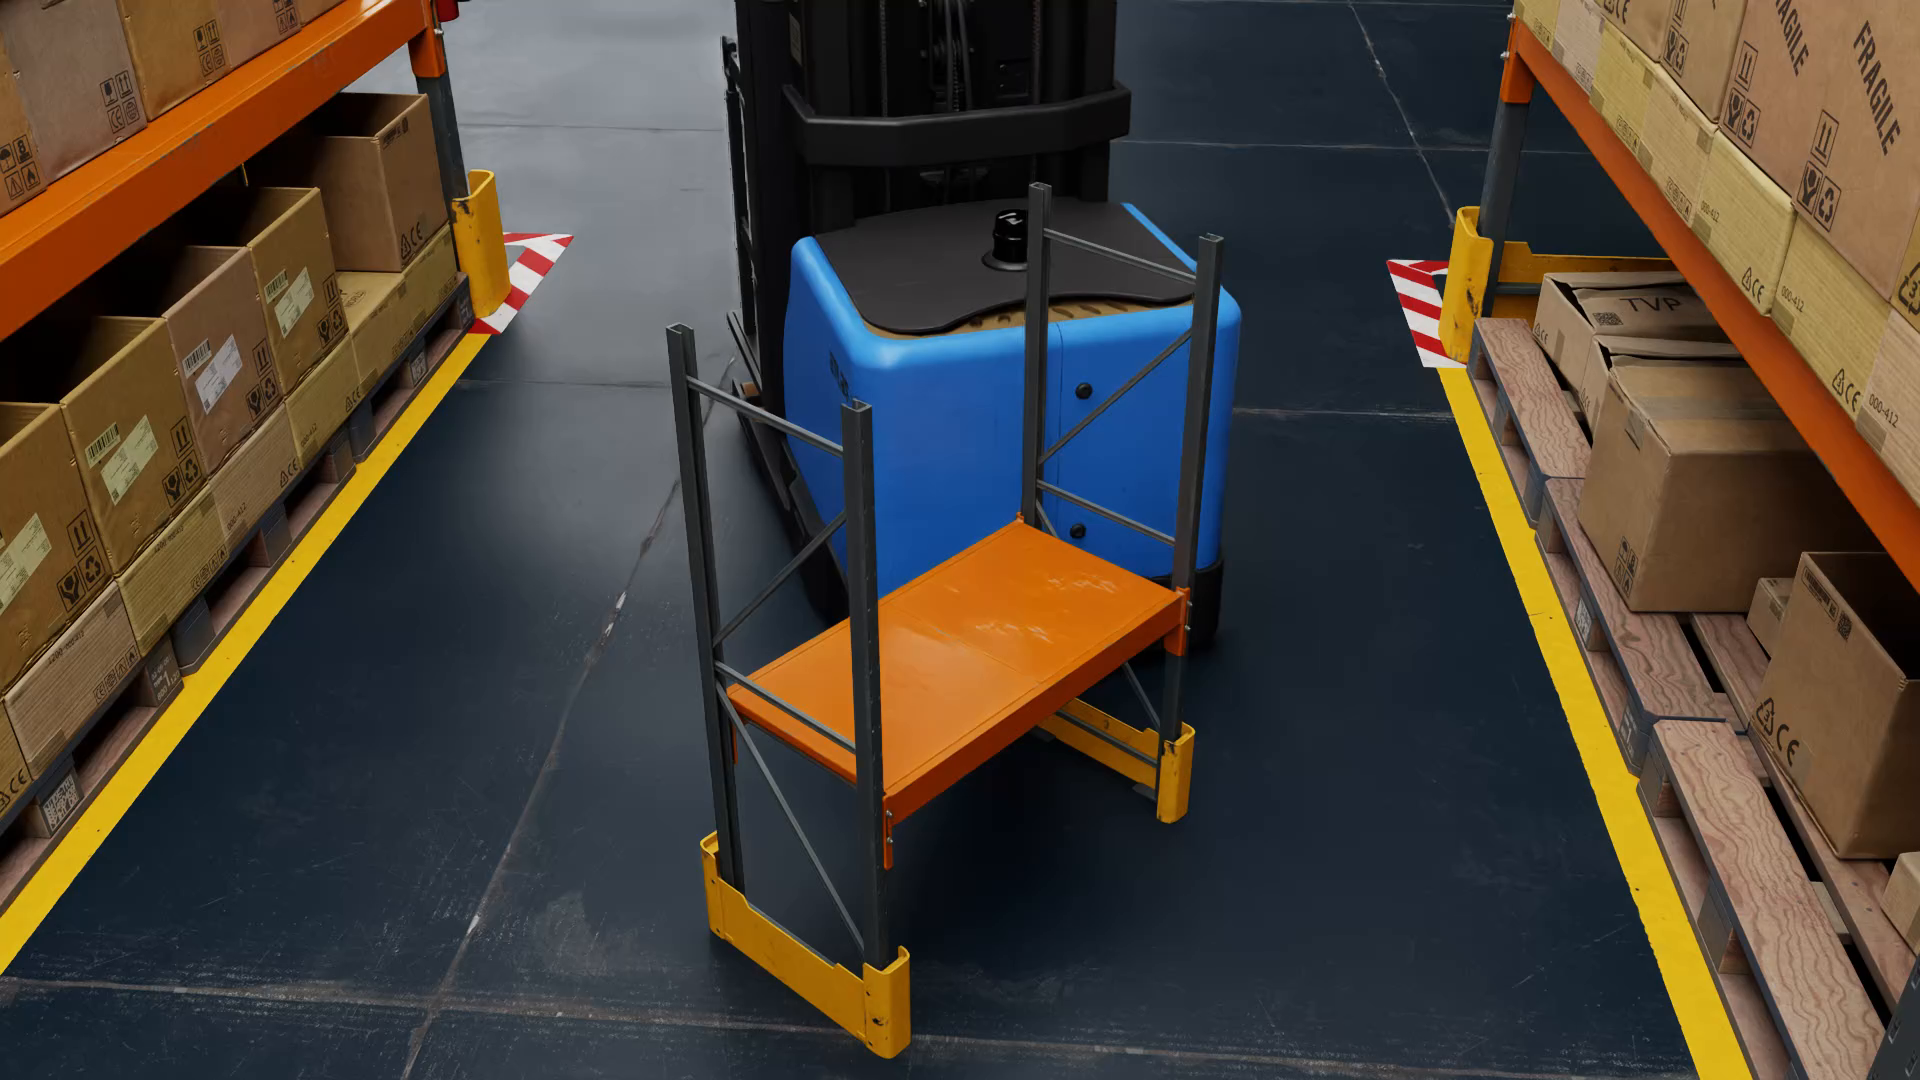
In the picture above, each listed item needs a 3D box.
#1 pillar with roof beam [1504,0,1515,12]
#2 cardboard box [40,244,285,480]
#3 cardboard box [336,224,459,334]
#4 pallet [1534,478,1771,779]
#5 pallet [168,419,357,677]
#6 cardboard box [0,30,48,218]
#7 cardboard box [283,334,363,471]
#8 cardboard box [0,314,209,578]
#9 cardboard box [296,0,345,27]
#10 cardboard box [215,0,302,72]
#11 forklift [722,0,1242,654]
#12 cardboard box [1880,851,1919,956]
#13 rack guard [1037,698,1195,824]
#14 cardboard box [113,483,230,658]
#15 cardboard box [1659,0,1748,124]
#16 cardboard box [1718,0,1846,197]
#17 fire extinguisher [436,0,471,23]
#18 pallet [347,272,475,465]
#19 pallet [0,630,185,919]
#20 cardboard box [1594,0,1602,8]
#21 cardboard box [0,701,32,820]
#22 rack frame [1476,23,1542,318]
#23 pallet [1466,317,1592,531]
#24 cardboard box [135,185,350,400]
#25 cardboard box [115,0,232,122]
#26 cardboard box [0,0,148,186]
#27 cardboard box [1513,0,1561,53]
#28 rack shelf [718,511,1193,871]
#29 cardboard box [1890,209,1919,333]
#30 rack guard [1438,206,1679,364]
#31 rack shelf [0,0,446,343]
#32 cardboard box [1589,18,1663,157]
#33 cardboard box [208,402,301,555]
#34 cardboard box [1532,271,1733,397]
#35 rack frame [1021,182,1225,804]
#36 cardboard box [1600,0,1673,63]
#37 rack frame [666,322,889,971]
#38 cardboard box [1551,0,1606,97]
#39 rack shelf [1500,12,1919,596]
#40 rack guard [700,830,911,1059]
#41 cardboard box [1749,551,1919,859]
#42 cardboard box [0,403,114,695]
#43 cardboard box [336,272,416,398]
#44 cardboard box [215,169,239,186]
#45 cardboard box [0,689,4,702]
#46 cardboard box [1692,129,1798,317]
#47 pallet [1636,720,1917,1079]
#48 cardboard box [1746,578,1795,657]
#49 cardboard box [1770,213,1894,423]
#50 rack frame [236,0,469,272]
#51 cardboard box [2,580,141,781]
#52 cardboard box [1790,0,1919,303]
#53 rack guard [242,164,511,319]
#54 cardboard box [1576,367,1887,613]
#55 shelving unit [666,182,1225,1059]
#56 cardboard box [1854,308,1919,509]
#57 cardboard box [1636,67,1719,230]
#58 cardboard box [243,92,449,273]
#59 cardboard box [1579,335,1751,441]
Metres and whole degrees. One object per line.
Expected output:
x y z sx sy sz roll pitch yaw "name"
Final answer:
-0.524 -7.530 8.891 9.100 9.000 0.400 2 32 4 "pillar with roof beam"
-2.320 -0.517 4.735 0.500 0.500 0.500 2 32 4 "cardboard box"
-2.214 -0.982 6.205 0.500 0.250 0.500 2 32 4 "cardboard box"
2.264 0.229 4.677 1.003 0.211 1.213 2 32 4 "pallet"
-2.587 -0.042 5.117 1.003 0.211 1.213 2 32 4 "pallet"
-2.679 -0.989 3.900 0.700 0.500 0.500 3 32 5 "cardboard box"
-2.281 -0.459 5.356 0.500 0.250 0.500 2 32 4 "cardboard box"
-2.359 -0.255 4.311 0.500 0.500 0.500 2 32 4 "cardboard box"
-2.515 -2.066 5.648 0.700 0.500 0.500 2 32 4 "cardboard box"
-2.553 -1.791 5.202 0.700 0.500 0.500 3 32 5 "cardboard box"
-0.172 -1.595 5.045 1.130 2.935 3.031 -9 33 -14 "forklift"
2.161 0.772 3.420 0.380 0.166 0.250 -2 32 -2 "cardboard box"
0.332 0.480 4.233 0.587 0.250 0.087 26 40 35 "rack guard"
-2.358 0.064 4.507 0.500 0.250 0.500 2 32 4 "cardboard box"
2.006 -1.286 3.887 0.500 0.500 0.500 3 32 6 "cardboard box"
1.964 -1.014 3.446 0.500 0.500 0.500 2 32 3 "cardboard box"
-1.992 -2.276 6.158 0.296 0.674 0.183 2 32 4 "fire extinguisher"
-2.485 -0.678 6.150 1.003 0.211 1.213 2 32 4 "pallet"
-2.684 0.597 4.079 1.003 0.211 1.213 2 32 4 "pallet"
2.085 -1.827 4.764 0.500 0.500 0.500 3 32 4 "cardboard box"
-2.450 0.587 3.659 0.500 0.250 0.500 2 32 4 "cardboard box"
2.473 -2.058 5.730 1.000 3.000 0.127 2 32 4 "rack frame"
2.366 -0.407 5.710 1.003 0.211 1.213 2 32 4 "pallet"
-2.278 -0.778 5.159 0.500 0.500 0.500 2 32 4 "cardboard box"
-2.599 -1.532 4.781 0.700 0.500 0.500 3 32 4 "cardboard box"
-2.638 -1.257 4.335 0.700 0.500 0.500 3 32 5 "cardboard box"
2.117 -1.761 5.372 0.500 0.250 0.500 2 32 3 "cardboard box"
0.003 0.291 3.692 0.538 0.185 1.000 26 40 35 "rack shelf"
1.878 -0.490 2.596 0.500 0.500 0.500 2 32 4 "cardboard box"
2.467 -0.954 6.321 1.175 0.500 0.348 2 32 4 "rack guard"
-2.627 -0.915 4.562 1.077 0.370 4.000 2 32 4 "rack shelf"
2.042 -1.222 4.498 0.500 0.250 0.500 2 32 3 "cardboard box"
-2.324 -0.197 4.932 0.500 0.250 0.500 2 32 4 "cardboard box"
2.327 -0.742 5.739 0.500 0.311 0.500 -1 32 -2 "cardboard box"
0.345 -0.060 3.917 0.500 1.500 0.032 26 40 35 "rack frame"
2.036 -1.557 4.326 0.500 0.500 0.500 1 32 2 "cardboard box"
-0.340 0.334 3.278 0.500 1.500 0.032 26 40 35 "rack frame"
2.089 -1.488 4.930 0.500 0.250 0.500 2 32 2 "cardboard box"
2.310 -0.705 4.221 1.077 0.370 4.000 2 32 4 "rack shelf"
-0.339 0.866 3.606 0.587 0.250 0.087 26 40 35 "rack guard"
2.192 0.367 3.759 0.500 0.500 0.500 0 32 0 "cardboard box"
-2.407 0.006 3.887 0.500 0.500 0.500 2 32 4 "cardboard box"
-2.242 -0.720 5.780 0.500 0.250 0.500 2 32 4 "cardboard box"
-2.769 -1.062 5.620 0.500 0.500 0.500 2 32 4 "cardboard box"
-2.440 0.268 3.462 0.500 0.500 0.500 2 32 4 "cardboard box"
1.958 -0.695 3.643 0.500 0.250 0.500 2 32 4 "cardboard box"
2.167 0.869 3.639 1.003 0.211 1.213 2 32 4 "pallet"
2.298 0.225 4.324 0.380 0.149 0.250 0 32 0 "cardboard box"
1.933 -0.431 3.215 0.500 0.250 0.500 3 32 4 "cardboard box"
-2.464 -2.267 6.070 1.000 3.000 0.127 2 32 4 "rack frame"
-2.404 0.325 4.083 0.500 0.250 0.500 2 32 4 "cardboard box"
1.913 -0.751 3.019 0.500 0.500 0.500 2 32 4 "cardboard box"
-2.462 -1.216 6.746 1.175 0.500 0.348 2 32 4 "rack guard"
2.171 -0.143 4.586 0.700 0.500 0.500 1 32 1 "cardboard box"
-0.004 0.141 3.592 0.587 1.500 1.083 26 40 35 "shelving unit"
1.884 -0.171 2.793 0.500 0.250 0.500 3 32 4 "cardboard box"
1.998 -0.958 4.069 0.500 0.250 0.500 3 32 4 "cardboard box"
-2.211 -1.301 6.009 0.500 0.500 0.500 2 32 4 "cardboard box"
2.281 -0.444 5.255 0.500 0.311 0.500 5 32 8 "cardboard box"
